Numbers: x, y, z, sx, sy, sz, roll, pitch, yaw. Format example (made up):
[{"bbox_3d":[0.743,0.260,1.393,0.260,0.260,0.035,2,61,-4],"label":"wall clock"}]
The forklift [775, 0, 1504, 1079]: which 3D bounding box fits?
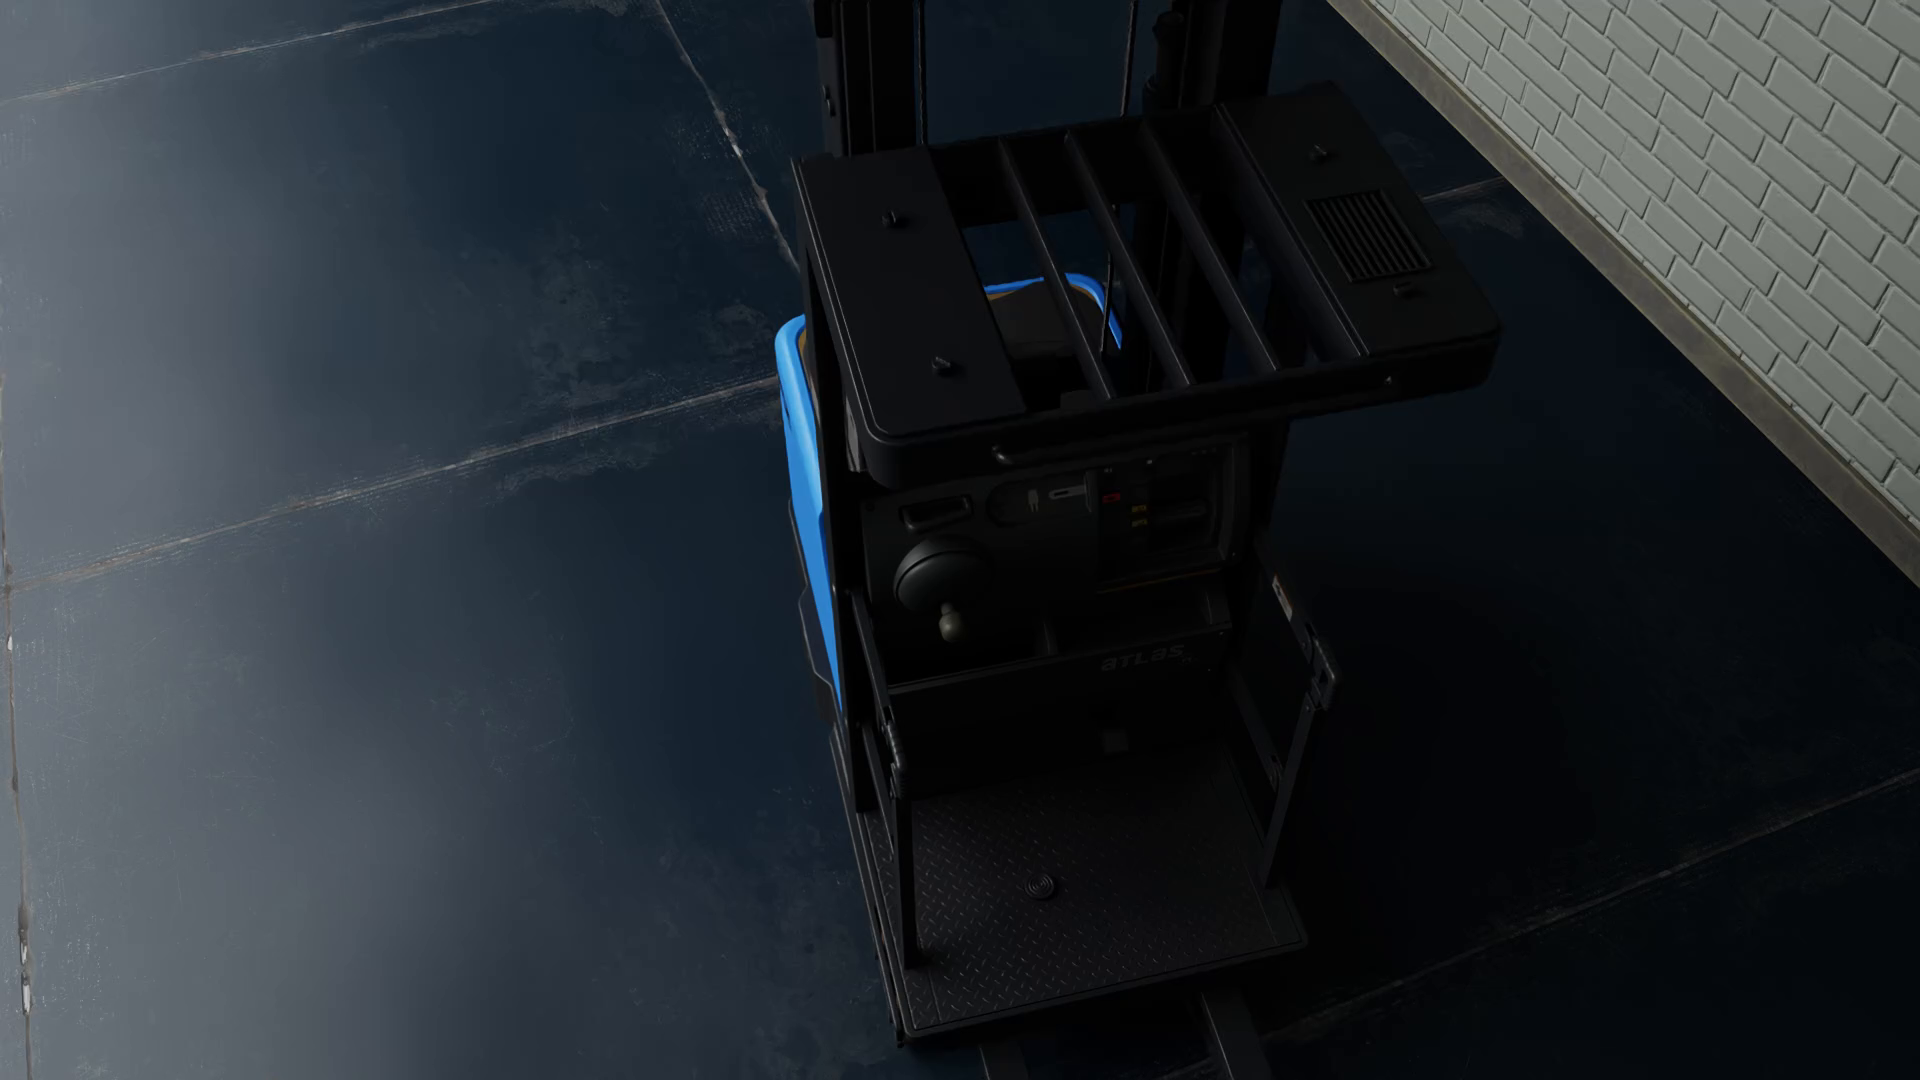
[{"bbox_3d":[0.284,0.090,3.741,1.130,2.935,3.031,-10,50,-9],"label":"forklift"}]
